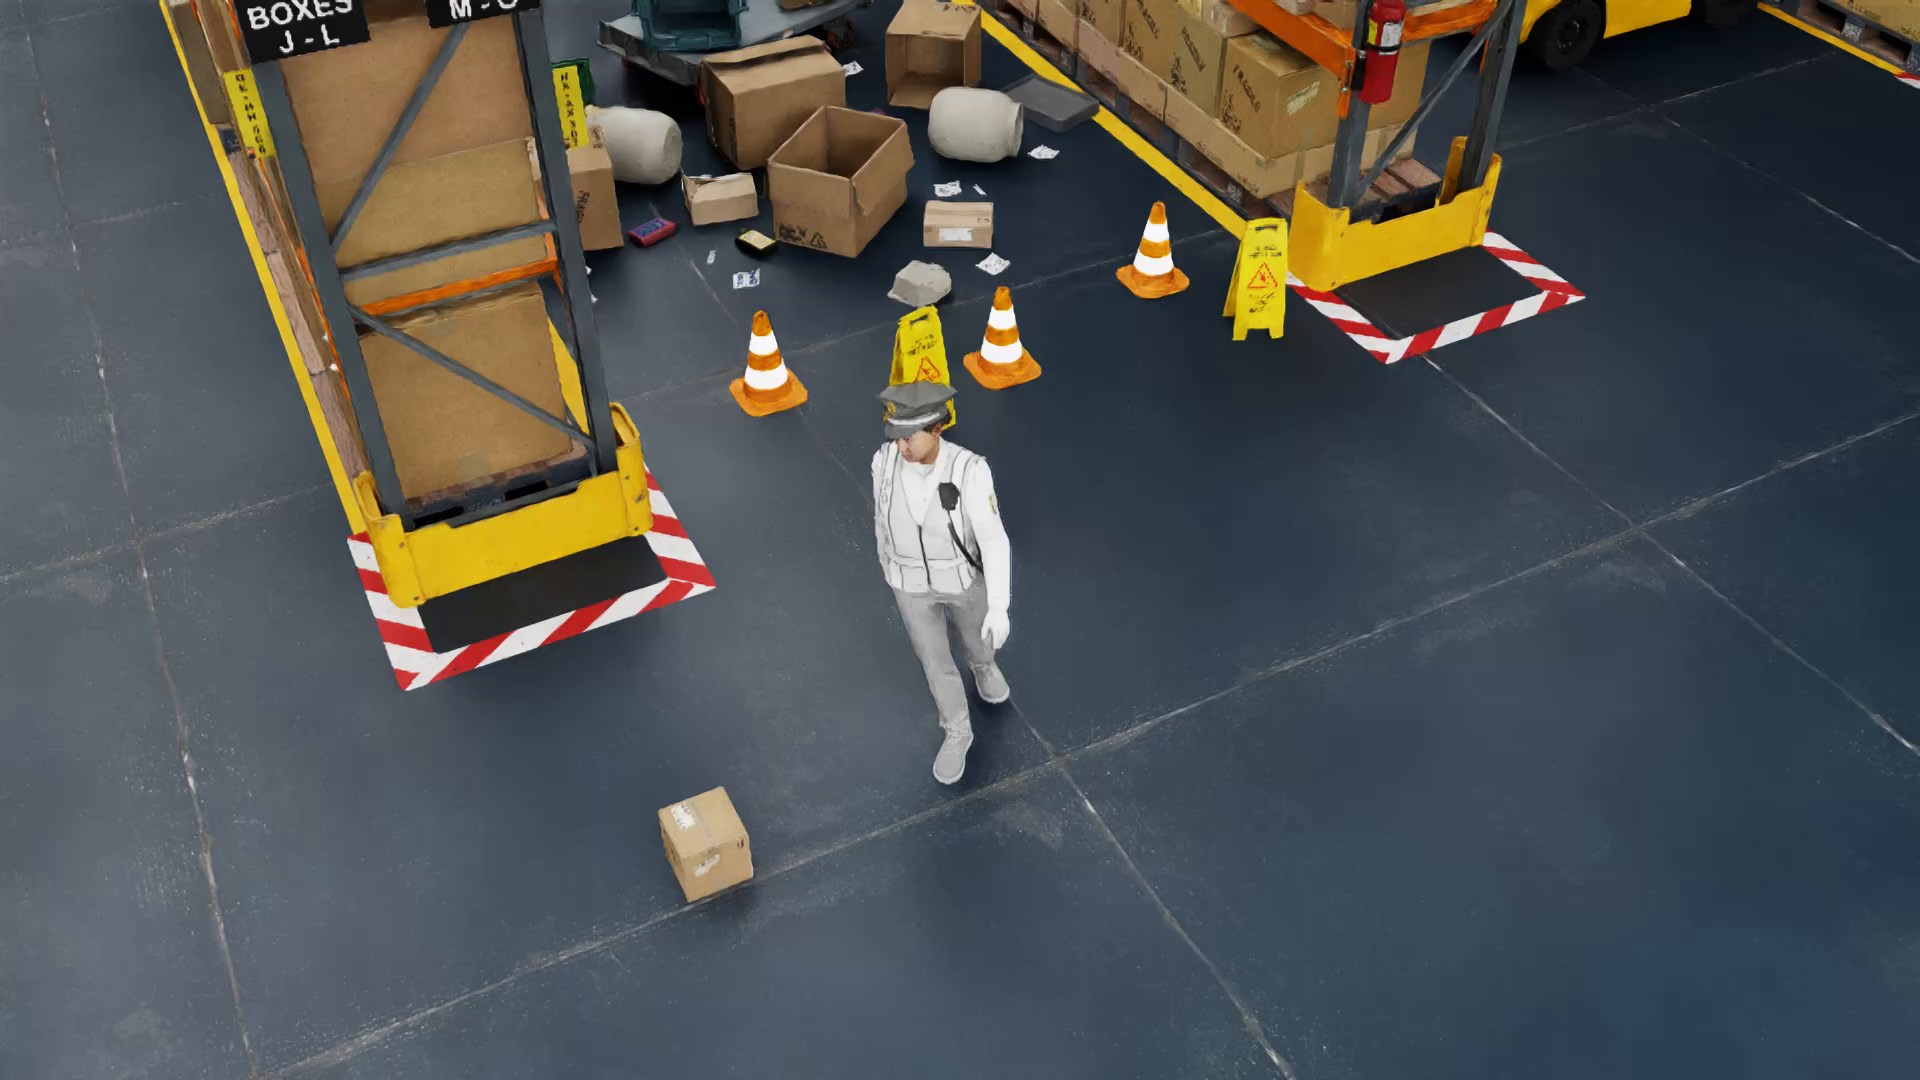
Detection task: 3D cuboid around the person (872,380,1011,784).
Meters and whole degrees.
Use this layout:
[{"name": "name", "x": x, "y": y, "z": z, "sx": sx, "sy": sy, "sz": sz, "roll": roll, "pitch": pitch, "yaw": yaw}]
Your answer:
[{"name": "person", "x": -0.057, "y": 0.108, "z": 6.030, "sx": 0.511, "sy": 1.657, "sz": 0.632, "roll": 4, "pitch": 42, "yaw": 4}]
